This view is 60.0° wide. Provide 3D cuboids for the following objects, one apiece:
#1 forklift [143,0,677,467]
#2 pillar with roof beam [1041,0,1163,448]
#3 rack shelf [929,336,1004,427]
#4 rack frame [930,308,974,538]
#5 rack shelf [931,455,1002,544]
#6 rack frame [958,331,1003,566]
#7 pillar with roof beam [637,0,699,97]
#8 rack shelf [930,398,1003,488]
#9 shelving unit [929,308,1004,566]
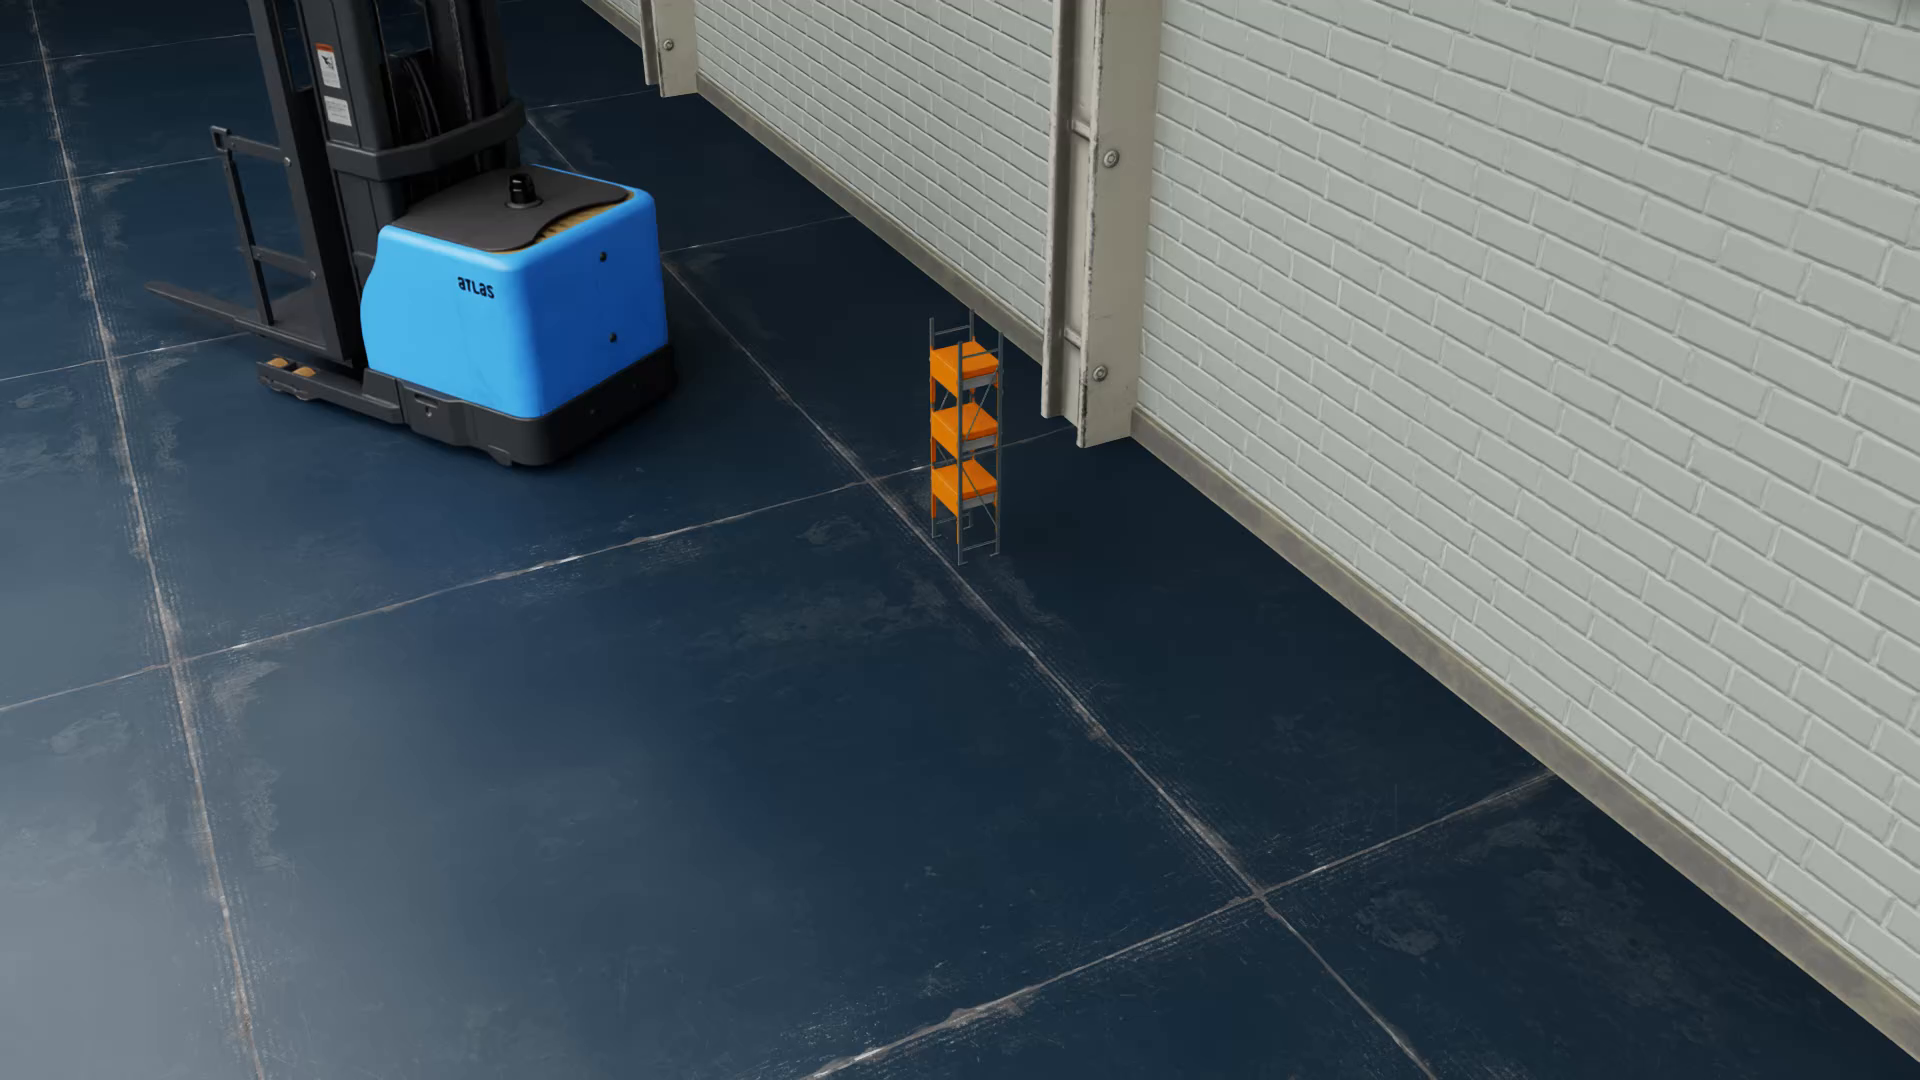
[{"bbox_3d":[-2.950,-2.157,7.899,3.031,2.935,1.130,18,37,26],"label":"forklift"},{"bbox_3d":[-3.183,-3.275,4.021,9.100,9.000,0.400,-16,36,-23],"label":"pillar with roof beam"},{"bbox_3d":[0.025,-0.647,6.780,0.215,0.259,0.240,-16,36,-23],"label":"rack shelf"},{"bbox_3d":[-0.032,-0.475,7.018,0.200,1.050,0.008,-16,36,-23],"label":"rack frame"},{"bbox_3d":[0.025,-0.174,7.083,0.215,0.259,0.240,-16,36,-23],"label":"rack shelf"},{"bbox_3d":[0.082,-0.358,6.836,0.200,1.050,0.008,-16,36,-23],"label":"rack frame"},{"bbox_3d":[-5.981,-6.139,8.490,9.100,9.000,0.400,-16,36,-23],"label":"pillar with roof beam"},{"bbox_3d":[0.025,-0.408,6.933,0.215,0.259,0.240,-16,36,-23],"label":"rack shelf"},{"bbox_3d":[0.025,-0.417,6.927,0.215,1.050,0.252,-16,36,-23],"label":"shelving unit"}]
